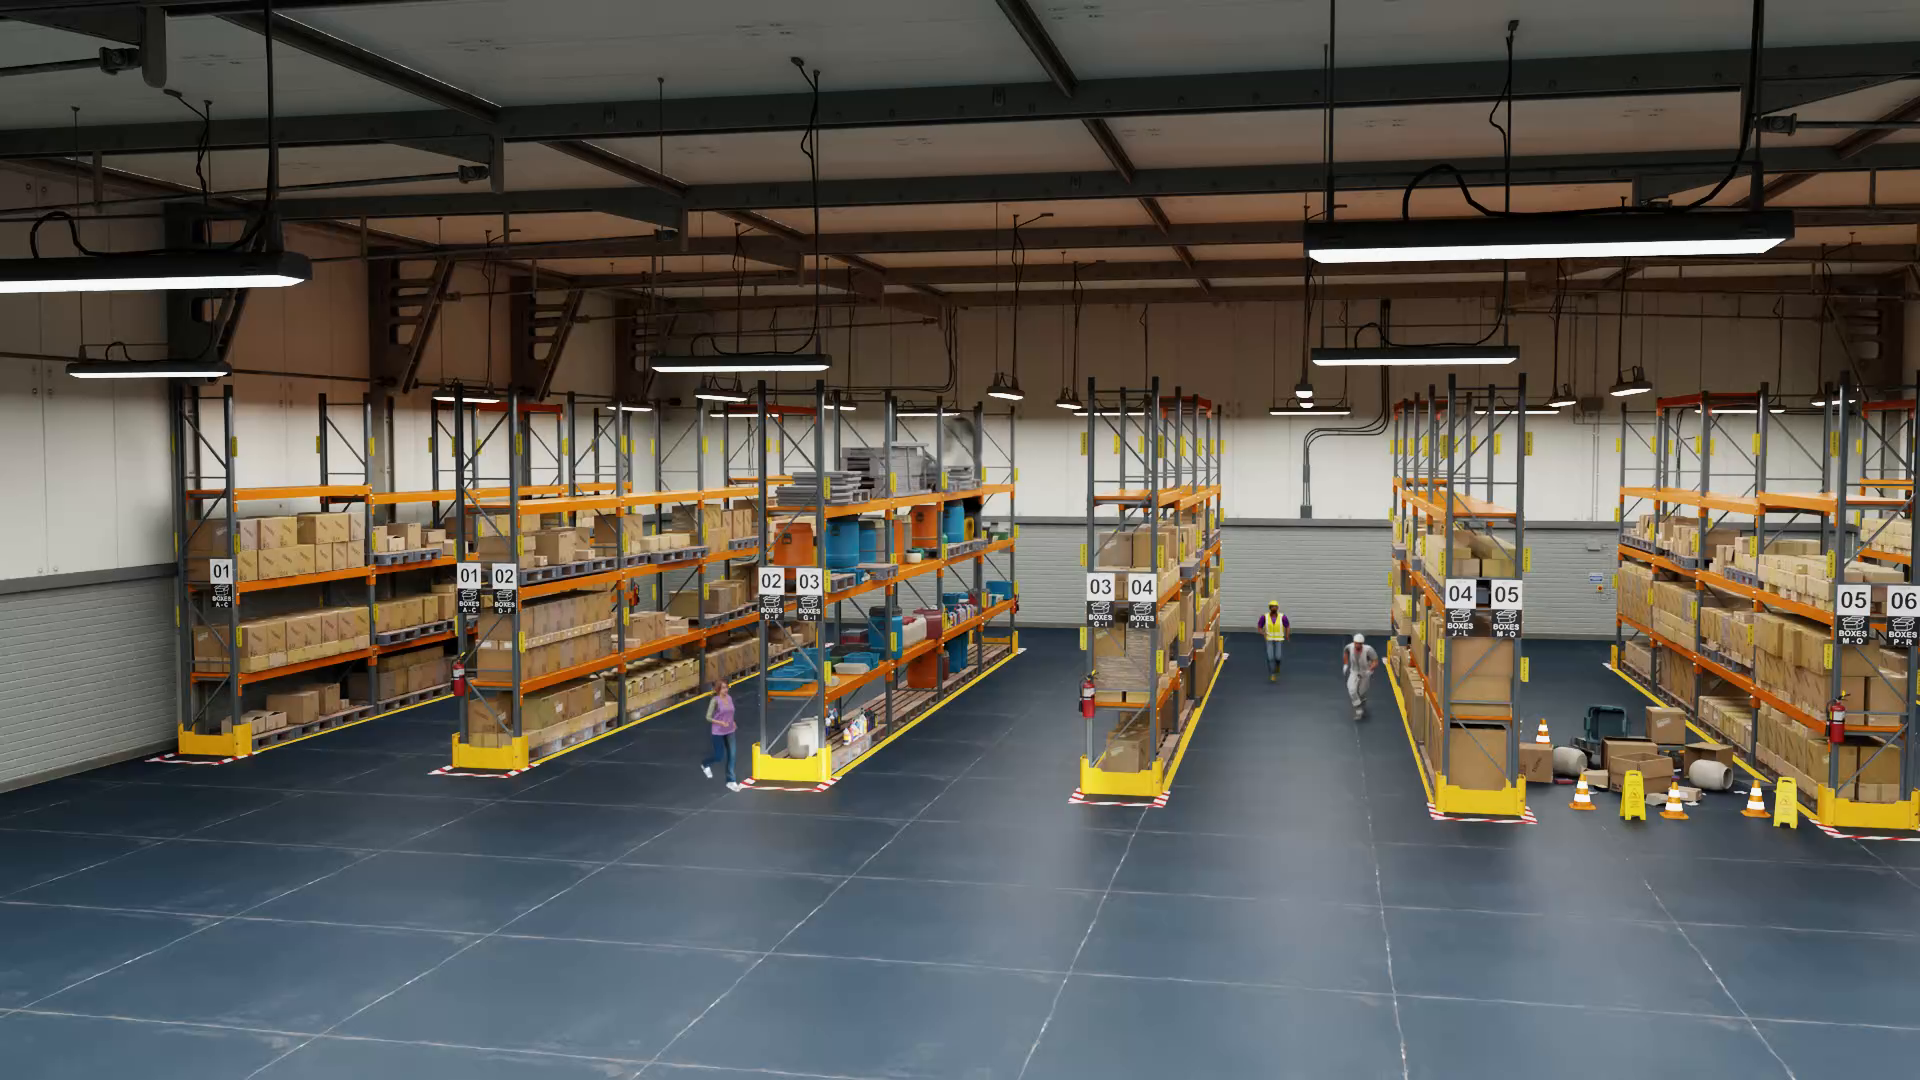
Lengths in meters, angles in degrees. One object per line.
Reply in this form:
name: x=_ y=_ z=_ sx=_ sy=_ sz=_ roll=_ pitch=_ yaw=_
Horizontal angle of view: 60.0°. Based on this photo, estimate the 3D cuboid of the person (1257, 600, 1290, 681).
person: x=6.721 y=2.154 z=35.642 sx=0.703 sy=1.723 sz=0.587 roll=1 pitch=3 yaw=9

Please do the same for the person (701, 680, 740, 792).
person: x=-3.502 y=2.846 z=24.384 sx=0.538 sy=1.599 sz=0.848 roll=-3 pitch=4 yaw=-43

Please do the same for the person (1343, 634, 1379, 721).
person: x=7.422 y=2.498 z=30.728 sx=0.668 sy=1.623 sz=1.118 roll=1 pitch=3 yaw=24
